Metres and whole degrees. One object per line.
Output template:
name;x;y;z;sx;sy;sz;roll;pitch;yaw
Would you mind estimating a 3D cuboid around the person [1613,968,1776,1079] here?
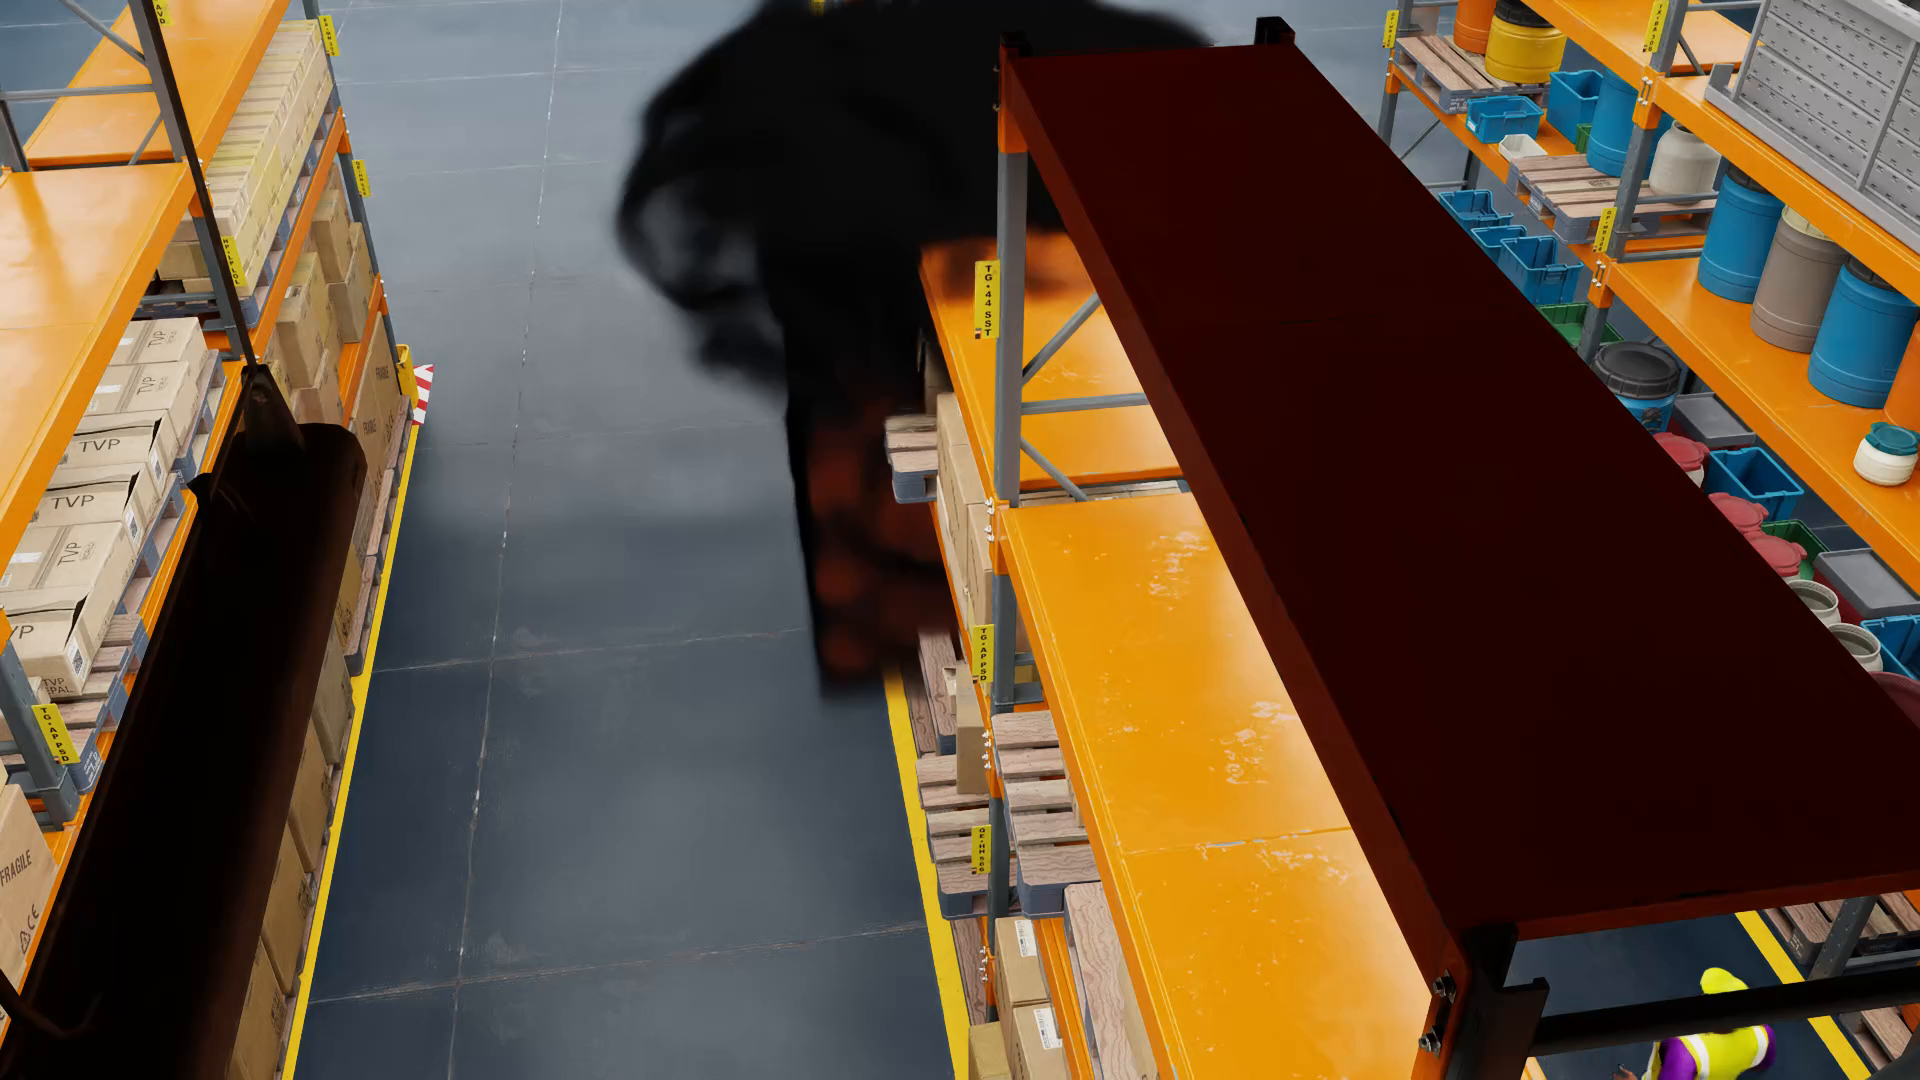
person;3.435;2.664;7.928;0.714;1.748;0.734;-10;38;-14
